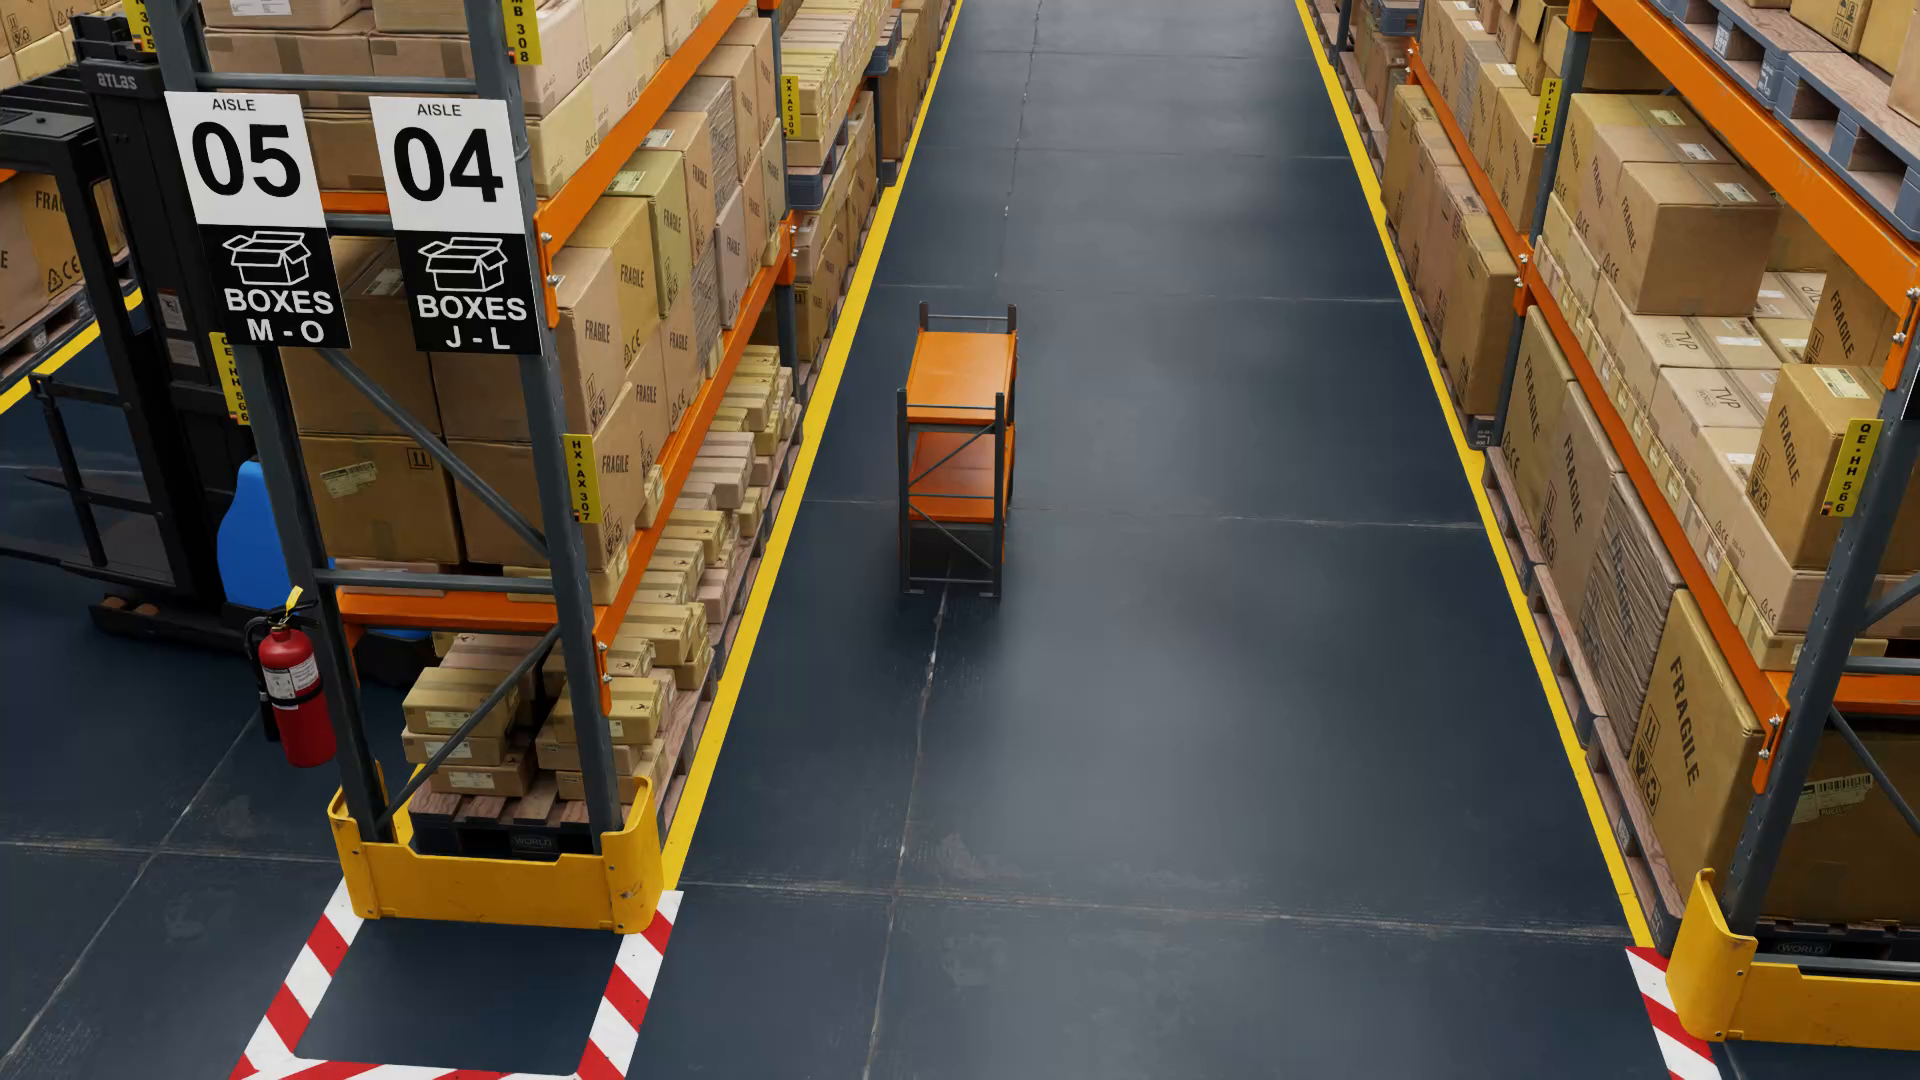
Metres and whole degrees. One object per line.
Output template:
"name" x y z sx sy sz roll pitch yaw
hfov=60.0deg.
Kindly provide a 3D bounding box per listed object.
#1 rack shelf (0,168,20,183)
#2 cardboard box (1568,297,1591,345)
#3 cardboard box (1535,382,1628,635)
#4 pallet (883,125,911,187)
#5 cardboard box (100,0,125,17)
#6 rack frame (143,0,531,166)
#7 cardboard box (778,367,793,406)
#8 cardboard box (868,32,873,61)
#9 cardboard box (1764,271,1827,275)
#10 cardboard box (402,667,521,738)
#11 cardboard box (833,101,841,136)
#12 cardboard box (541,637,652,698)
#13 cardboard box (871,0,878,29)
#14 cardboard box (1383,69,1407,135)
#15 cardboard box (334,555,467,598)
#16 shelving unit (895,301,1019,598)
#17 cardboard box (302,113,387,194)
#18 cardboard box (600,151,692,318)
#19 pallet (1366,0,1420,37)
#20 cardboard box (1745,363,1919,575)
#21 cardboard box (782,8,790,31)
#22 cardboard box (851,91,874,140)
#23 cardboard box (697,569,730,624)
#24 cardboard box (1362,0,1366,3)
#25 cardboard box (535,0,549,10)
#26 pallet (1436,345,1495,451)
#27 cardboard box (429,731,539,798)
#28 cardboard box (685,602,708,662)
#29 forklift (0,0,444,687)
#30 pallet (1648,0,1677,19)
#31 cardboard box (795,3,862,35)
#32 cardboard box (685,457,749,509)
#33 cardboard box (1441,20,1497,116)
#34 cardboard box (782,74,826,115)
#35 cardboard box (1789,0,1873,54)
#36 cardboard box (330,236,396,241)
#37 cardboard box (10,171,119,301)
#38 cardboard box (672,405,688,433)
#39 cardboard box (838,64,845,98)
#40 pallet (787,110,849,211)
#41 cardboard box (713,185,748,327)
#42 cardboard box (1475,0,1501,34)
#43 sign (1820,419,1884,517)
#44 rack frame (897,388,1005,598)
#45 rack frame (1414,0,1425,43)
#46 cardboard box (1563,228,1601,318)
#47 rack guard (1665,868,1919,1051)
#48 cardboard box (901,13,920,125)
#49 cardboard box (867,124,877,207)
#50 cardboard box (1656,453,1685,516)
"rack shelf" -6.217 -2.841 11.186 1.077 0.370 4.000 2 32 4
"cardboard box" 3.079 -1.018 7.782 0.380 0.149 0.250 2 32 3
"cardboard box" 3.290 -0.140 7.743 0.875 0.875 0.875 2 32 4
"pallet" -0.973 -3.256 13.832 1.003 0.211 1.213 2 32 4
"cardboard box" -5.900 -3.541 11.303 0.500 0.250 0.500 2 32 3
"rack frame" -1.764 -2.405 4.075 1.000 3.000 0.127 2 32 4
"cardboard box" -1.147 -0.856 9.314 0.380 0.149 0.250 3 32 5
"cardboard box" -0.781 -3.293 11.074 0.380 0.149 0.250 1 32 2
"cardboard box" 3.683 -1.228 7.743 0.500 0.250 0.500 3 32 5
"cardboard box" -1.973 0.643 6.598 0.380 0.149 0.250 3 32 5
"cardboard box" -0.907 -2.477 9.749 0.380 0.149 0.250 3 32 4
"cardboard box" -1.480 0.522 6.794 0.380 0.149 0.250 3 32 5
"cardboard box" -0.759 -3.547 11.202 0.380 0.149 0.250 3 32 4
"cardboard box" 3.890 -3.534 13.589 0.700 0.500 0.500 0 32 0
"cardboard box" -2.019 0.073 6.011 0.380 0.149 0.250 2 32 4
"shelving unit" -0.001 -0.475 8.449 0.538 1.125 1.048 2 32 4
"cardboard box" -1.991 -1.313 5.306 0.500 0.250 0.500 2 32 3
"cardboard box" -1.363 -1.204 6.513 0.500 0.500 0.500 2 32 3
"pallet" 3.774 -4.065 12.670 1.213 0.211 1.003 2 32 4
"cardboard box" 2.949 -0.234 5.416 0.500 0.500 0.500 3 32 5
"cardboard box" -1.394 -3.599 11.571 0.380 0.149 0.250 4 32 6
"cardboard box" -0.907 -3.099 12.188 0.500 0.250 0.500 2 32 3
"cardboard box" -1.286 0.260 7.786 0.380 0.149 0.250 1 32 2
"cardboard box" 4.221 -5.183 16.284 0.500 0.500 0.500 2 32 2
"cardboard box" -1.472 -1.739 5.140 0.380 0.149 0.250 4 32 6
"pallet" 3.485 -0.897 10.005 1.003 0.211 1.213 2 32 4
"cardboard box" -1.929 0.900 6.748 0.380 0.149 0.250 3 32 5
"cardboard box" -1.326 0.392 7.288 0.380 0.149 0.250 3 32 6
"forklift" -3.660 -1.025 7.620 3.031 2.935 1.130 10 33 15
"pallet" 3.420 -2.490 7.156 1.003 0.211 1.213 2 32 4
"cardboard box" -0.825 -3.271 10.471 0.380 0.149 0.250 3 32 5
"cardboard box" -1.241 -0.279 8.093 0.380 0.149 0.250 1 32 2
"cardboard box" 3.434 -3.032 10.715 0.500 0.500 0.500 2 32 3
"cardboard box" -0.948 -2.454 9.145 0.380 0.149 0.250 4 32 6
"cardboard box" 3.320 -1.963 5.626 0.700 0.500 0.500 0 32 1
"cardboard box" -1.933 -0.961 6.118 0.500 0.500 0.500 1 32 2
"cardboard box" -6.344 -2.176 11.046 0.875 0.875 0.875 3 32 5
"cardboard box" -1.377 -0.583 7.076 0.380 0.149 0.250 2 32 3
"cardboard box" -0.887 -2.734 9.883 0.380 0.149 0.250 1 32 2
"pallet" -1.231 -2.254 9.732 1.003 0.211 1.213 2 32 4
"cardboard box" -1.281 -1.315 7.646 0.500 0.500 0.500 2 32 4
"cardboard box" 3.691 -3.517 10.546 0.797 0.503 0.637 3 32 5
"sign" 2.632 -0.210 4.903 0.100 0.325 0.005 2 32 4
"rack frame" -0.042 -0.210 8.018 0.500 1.125 0.032 2 32 4
"rack frame" 3.823 -3.769 12.008 1.000 3.000 0.127 2 32 4
"cardboard box" 3.152 -1.246 7.773 0.500 0.250 0.500 2 32 4
"rack guard" 3.169 1.490 5.855 1.175 0.500 0.348 2 32 4
"cardboard box" -0.906 -4.027 14.170 1.050 0.750 0.750 3 32 5
"cardboard box" -0.906 -2.794 12.406 0.500 0.500 0.500 2 32 4
"cardboard box" 2.954 -0.214 6.477 0.380 0.149 0.250 2 32 3
